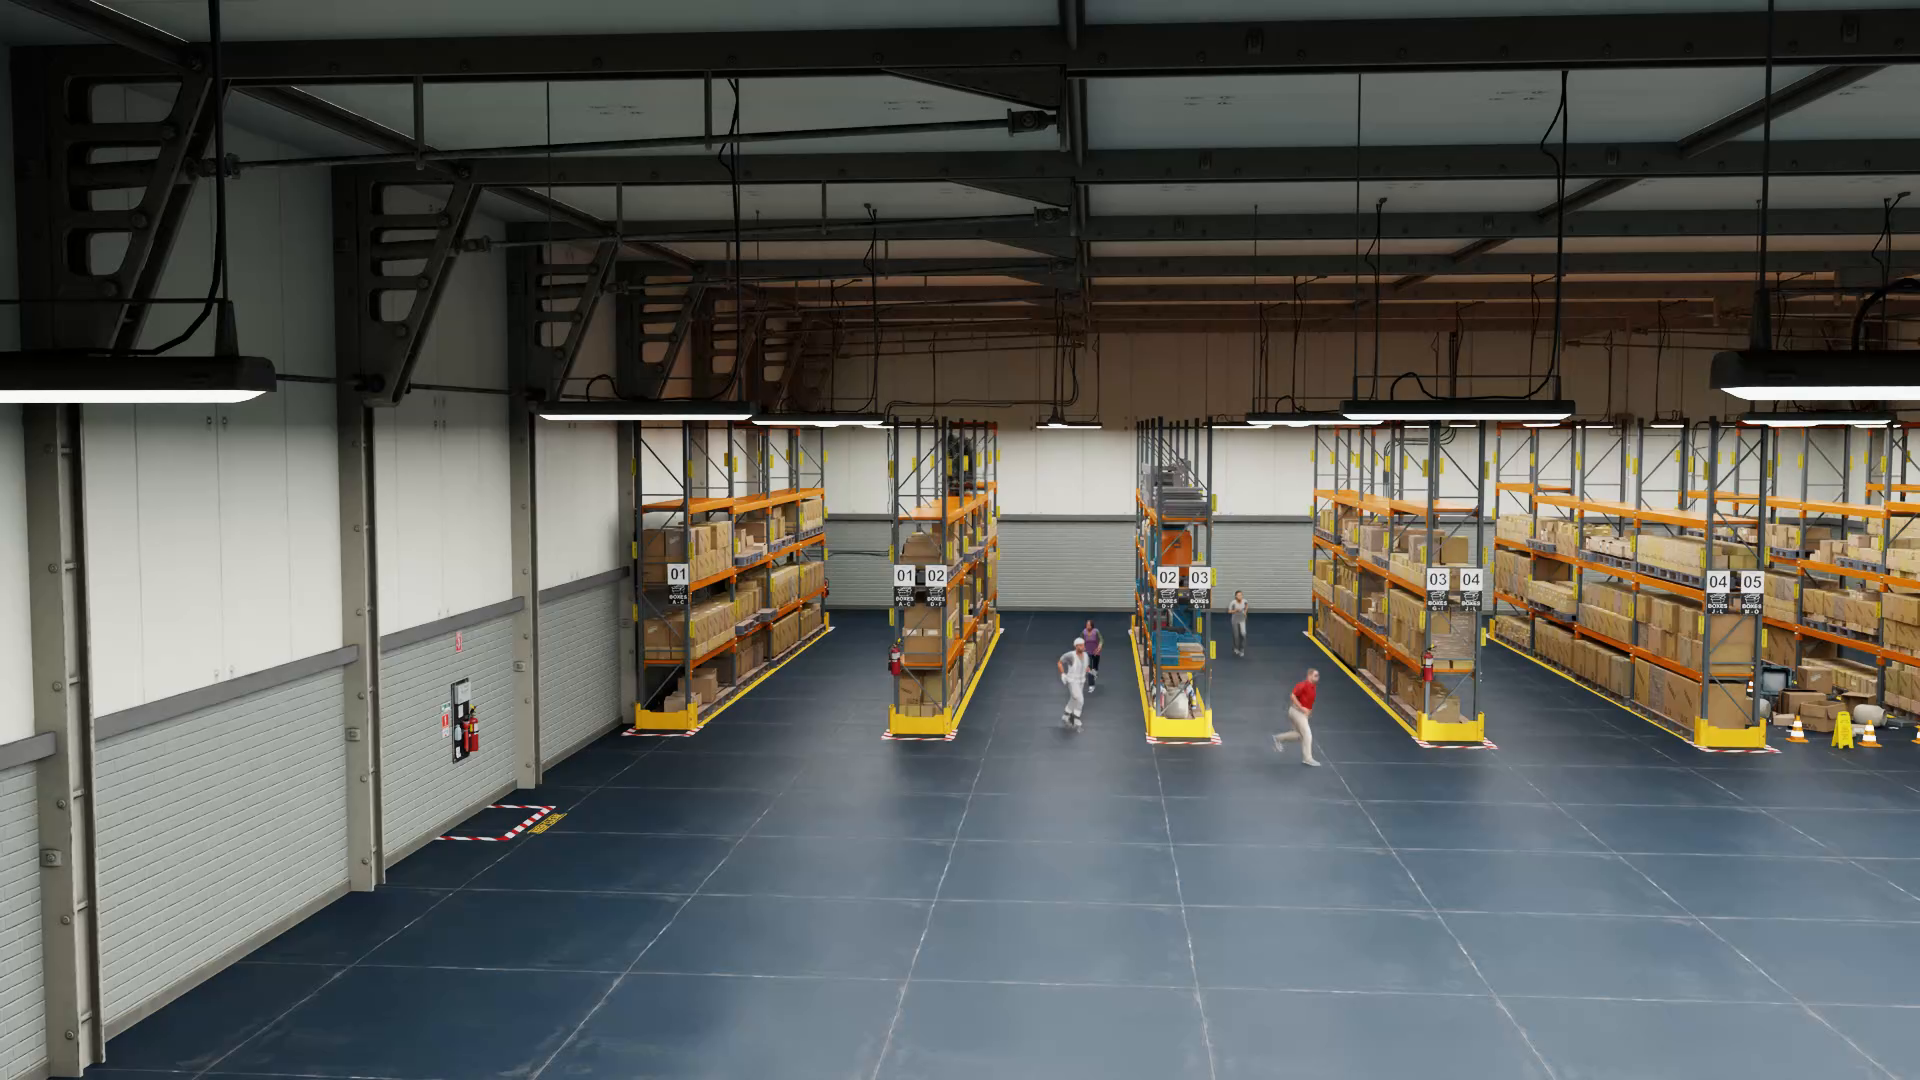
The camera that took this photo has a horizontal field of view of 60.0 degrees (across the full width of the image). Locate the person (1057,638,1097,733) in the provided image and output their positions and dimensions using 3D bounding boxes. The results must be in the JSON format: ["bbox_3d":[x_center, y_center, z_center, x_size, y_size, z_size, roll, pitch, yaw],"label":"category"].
[{"bbox_3d":[2.223,2.775,31.822,0.584,1.841,0.883,-3,5,-42],"label":"person"}]

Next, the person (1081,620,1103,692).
[{"bbox_3d":[2.925,2.545,36.990,0.538,1.585,0.893,1,4,10],"label":"person"}]

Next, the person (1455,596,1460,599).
[{"bbox_3d":[13.465,2.030,45.221,0.599,1.498,0.549,1,4,9],"label":"person"}]

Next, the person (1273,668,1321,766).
[{"bbox_3d":[5.796,3.028,28.727,0.911,1.685,0.648,3,5,40],"label":"person"}]

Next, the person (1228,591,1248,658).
[{"bbox_3d":[7.096,2.138,42.430,0.549,1.725,0.839,0,4,0],"label":"person"}]
